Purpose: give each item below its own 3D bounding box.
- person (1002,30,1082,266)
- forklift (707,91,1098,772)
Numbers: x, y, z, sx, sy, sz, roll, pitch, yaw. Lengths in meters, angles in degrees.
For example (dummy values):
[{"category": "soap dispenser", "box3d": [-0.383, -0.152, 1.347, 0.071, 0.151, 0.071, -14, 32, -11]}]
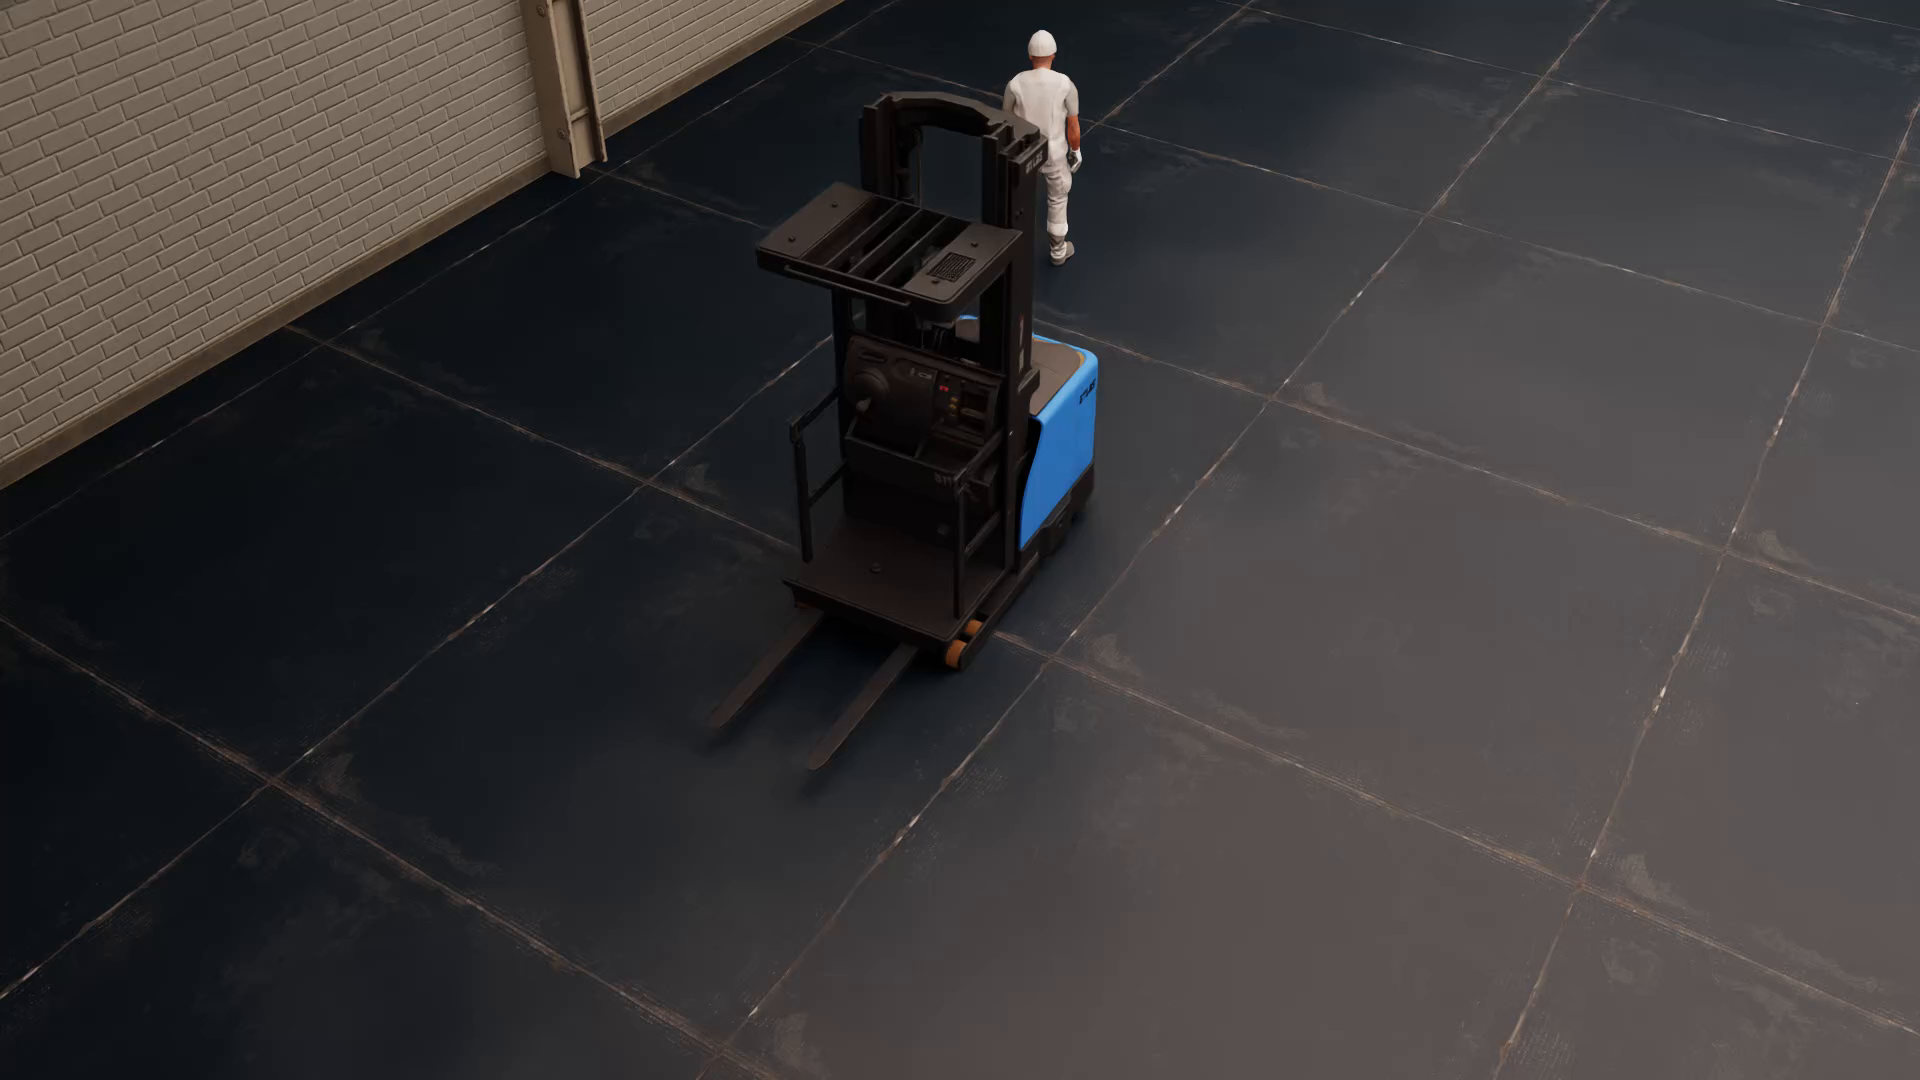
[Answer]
[{"category": "person", "box3d": [0.598, -2.860, 12.237, 0.603, 1.777, 0.455, 6, 41, 7]}, {"category": "forklift", "box3d": [-0.313, -0.727, 8.825, 1.130, 2.935, 3.031, 20, 44, 22]}]
